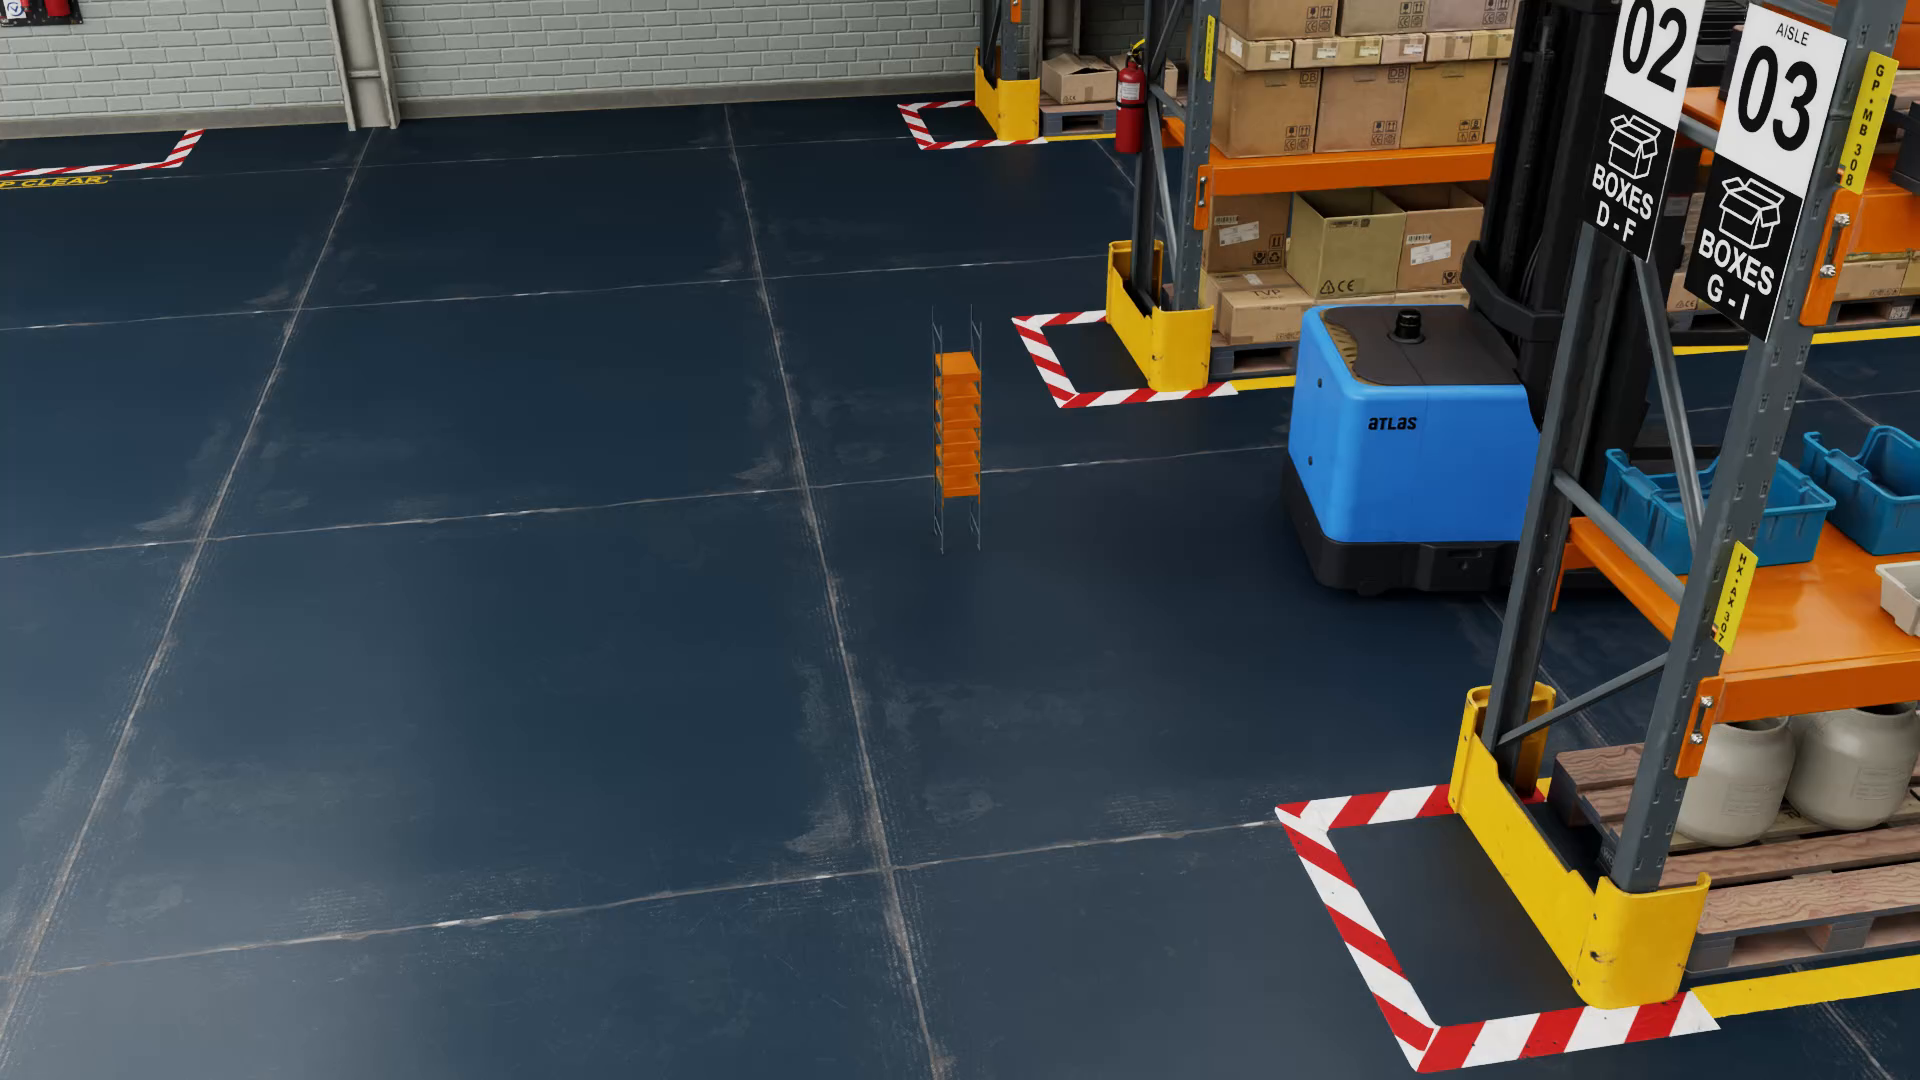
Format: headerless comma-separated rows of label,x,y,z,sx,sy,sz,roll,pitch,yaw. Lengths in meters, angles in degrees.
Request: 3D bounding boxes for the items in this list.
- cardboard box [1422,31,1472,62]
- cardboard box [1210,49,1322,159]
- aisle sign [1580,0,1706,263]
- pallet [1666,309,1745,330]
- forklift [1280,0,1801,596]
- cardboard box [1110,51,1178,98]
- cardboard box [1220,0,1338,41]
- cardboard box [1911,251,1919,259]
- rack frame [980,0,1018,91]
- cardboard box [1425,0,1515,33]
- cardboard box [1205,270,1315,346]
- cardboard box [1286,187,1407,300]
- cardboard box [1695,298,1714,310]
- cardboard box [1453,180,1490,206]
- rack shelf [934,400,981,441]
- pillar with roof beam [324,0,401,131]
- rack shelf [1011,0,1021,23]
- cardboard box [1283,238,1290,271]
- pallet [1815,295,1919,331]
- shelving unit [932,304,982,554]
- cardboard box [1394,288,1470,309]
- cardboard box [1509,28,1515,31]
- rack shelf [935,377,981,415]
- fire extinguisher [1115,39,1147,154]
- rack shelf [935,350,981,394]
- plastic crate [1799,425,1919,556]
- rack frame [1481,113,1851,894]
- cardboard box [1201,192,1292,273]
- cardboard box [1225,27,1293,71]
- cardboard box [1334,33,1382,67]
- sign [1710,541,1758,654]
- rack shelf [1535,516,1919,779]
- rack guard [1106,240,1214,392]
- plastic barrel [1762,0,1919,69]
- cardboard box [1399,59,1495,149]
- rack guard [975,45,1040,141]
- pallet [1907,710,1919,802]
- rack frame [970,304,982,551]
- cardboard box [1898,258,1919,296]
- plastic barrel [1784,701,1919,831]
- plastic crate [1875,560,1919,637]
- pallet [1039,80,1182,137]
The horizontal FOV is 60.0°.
cardboard box,2.660,-2.806,9.325,0.250,0.149,0.380,-6,31,-11
cardboard box,1.681,-2.540,9.511,0.500,0.500,0.700,-5,31,-9
aisle sign,1.984,-1.252,4.856,0.004,0.787,0.394,-5,31,-9
pallet,4.365,-1.572,10.715,1.213,0.211,1.003,-5,31,-9
forklift,3.172,-1.260,7.501,3.031,2.935,1.130,-1,30,-1
cardboard box,1.582,-4.031,14.364,0.500,0.311,0.500,-3,31,-5
cardboard box,1.734,-3.104,9.190,0.500,0.500,0.700,-5,31,-9
cardboard box,6.099,-2.020,10.470,0.500,0.311,0.500,-6,31,-10
rack frame,0.324,-4.930,13.674,0.127,3.000,1.000,-5,31,-9
cardboard box,2.746,-3.201,9.356,0.500,0.500,0.700,-5,31,-9
cardboard box,1.787,-1.394,9.960,0.500,0.250,0.500,-5,31,-9
cardboard box,2.279,-1.764,9.849,0.500,0.500,0.500,-5,31,-9
cardboard box,4.738,-1.670,10.429,0.500,0.250,0.500,-5,31,-9
cardboard box,3.263,-1.853,10.000,0.500,0.500,0.500,-5,31,-9
rack shelf,-0.014,-0.581,7.905,0.180,0.103,0.258,-5,31,-9
pillar with roof beam,-4.270,-5.317,8.414,0.400,9.000,9.100,-5,31,-9
rack shelf,2.291,-4.802,14.167,4.000,0.370,1.077,-5,31,-9
cardboard box,2.184,-1.704,10.487,0.500,0.250,0.500,-5,31,-9
pallet,5.872,-1.710,10.950,1.213,0.211,1.003,-5,31,-9
shelving unit,-0.014,-0.516,7.944,0.189,1.200,0.258,-5,31,-9
cardboard box,2.771,-1.487,10.118,0.500,0.250,0.500,-5,31,-9
cardboard box,3.157,-2.851,9.401,0.250,0.149,0.380,-5,31,-8
rack shelf,-0.014,-0.684,7.844,0.180,0.103,0.258,-5,31,-9
fire extinguisher,1.020,-2.648,9.870,0.183,0.674,0.296,-5,31,-9
rack shelf,-0.014,-0.788,7.784,0.180,0.103,0.258,-5,31,-9
plastic crate,3.187,-0.177,5.739,0.408,0.251,0.499,-5,31,-9
rack frame,2.108,0.010,5.274,0.127,3.000,1.000,-5,31,-9
cardboard box,1.694,-1.977,10.211,0.500,0.500,0.500,-5,31,-9
cardboard box,1.645,-2.711,9.163,0.250,0.149,0.380,-6,31,-9
cardboard box,2.150,-2.759,9.244,0.250,0.149,0.380,-5,31,-9
sign,2.203,0.165,4.737,0.005,0.325,0.100,-5,31,-9
rack shelf,4.076,0.137,5.767,4.000,0.370,1.077,-5,31,-9
rack guard,1.196,-1.381,10.105,0.348,0.500,1.175,-5,31,-9
plastic barrel,2.564,-1.757,4.482,0.708,0.830,0.600,-5,31,-9
cardboard box,2.687,-2.632,9.669,0.500,0.500,0.700,-5,31,-9
rack guard,0.399,-3.859,14.320,0.348,0.500,1.175,-5,31,-9
pallet,4.172,1.000,6.341,1.213,0.211,1.003,-5,31,-9
rack frame,0.076,-0.524,7.958,0.006,1.200,0.240,-5,31,-9
cardboard box,6.099,-1.780,10.617,0.500,0.250,0.500,-5,31,-8
plastic barrel,3.235,0.757,6.043,0.421,0.512,0.421,0,30,0
plastic crate,3.047,0.202,5.207,0.250,0.136,0.298,-5,31,-9
pallet,1.204,-3.791,14.489,1.213,0.211,1.003,-5,31,-9
